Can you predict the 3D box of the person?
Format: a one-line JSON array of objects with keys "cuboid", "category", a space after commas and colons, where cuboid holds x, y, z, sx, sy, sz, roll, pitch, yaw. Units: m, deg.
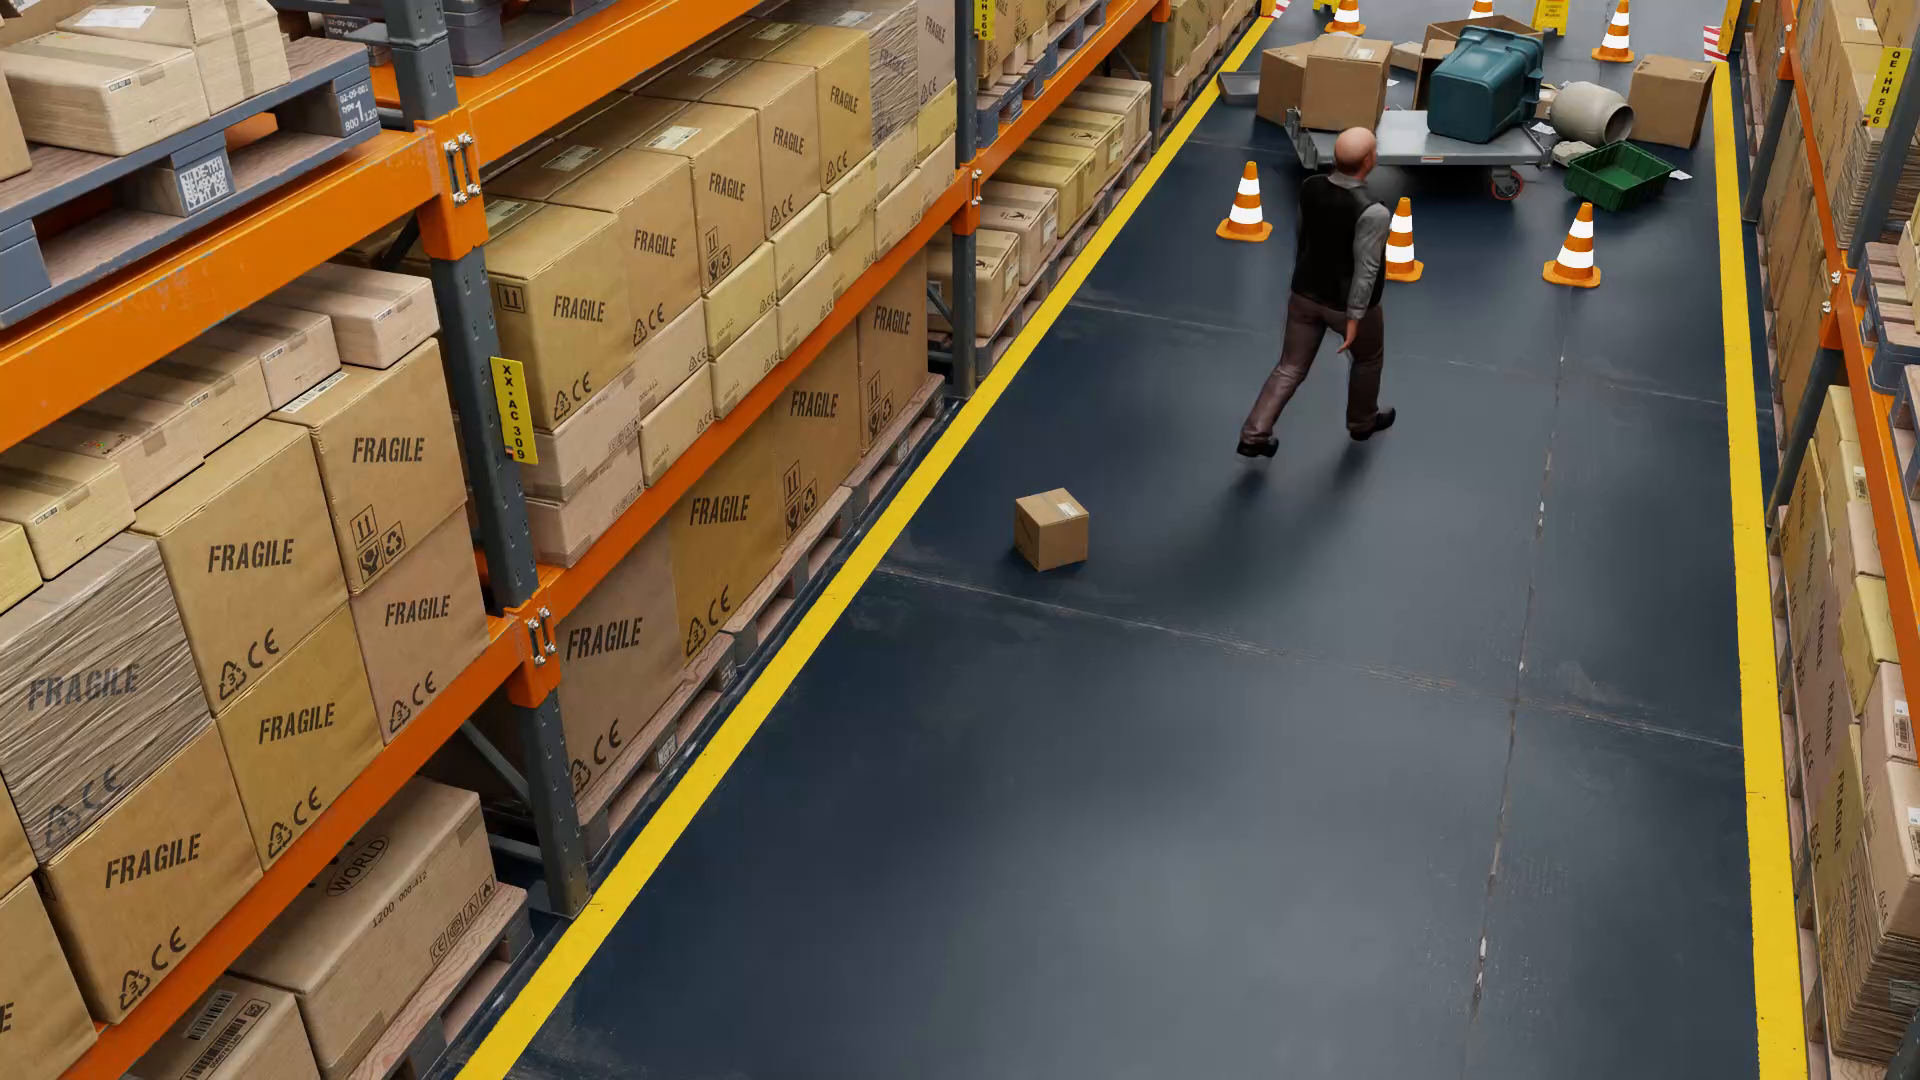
[{"cuboid": [1.791, -1.167, 7.956, 0.545, 1.680, 1.012, 29, 43, 36], "category": "person"}]
